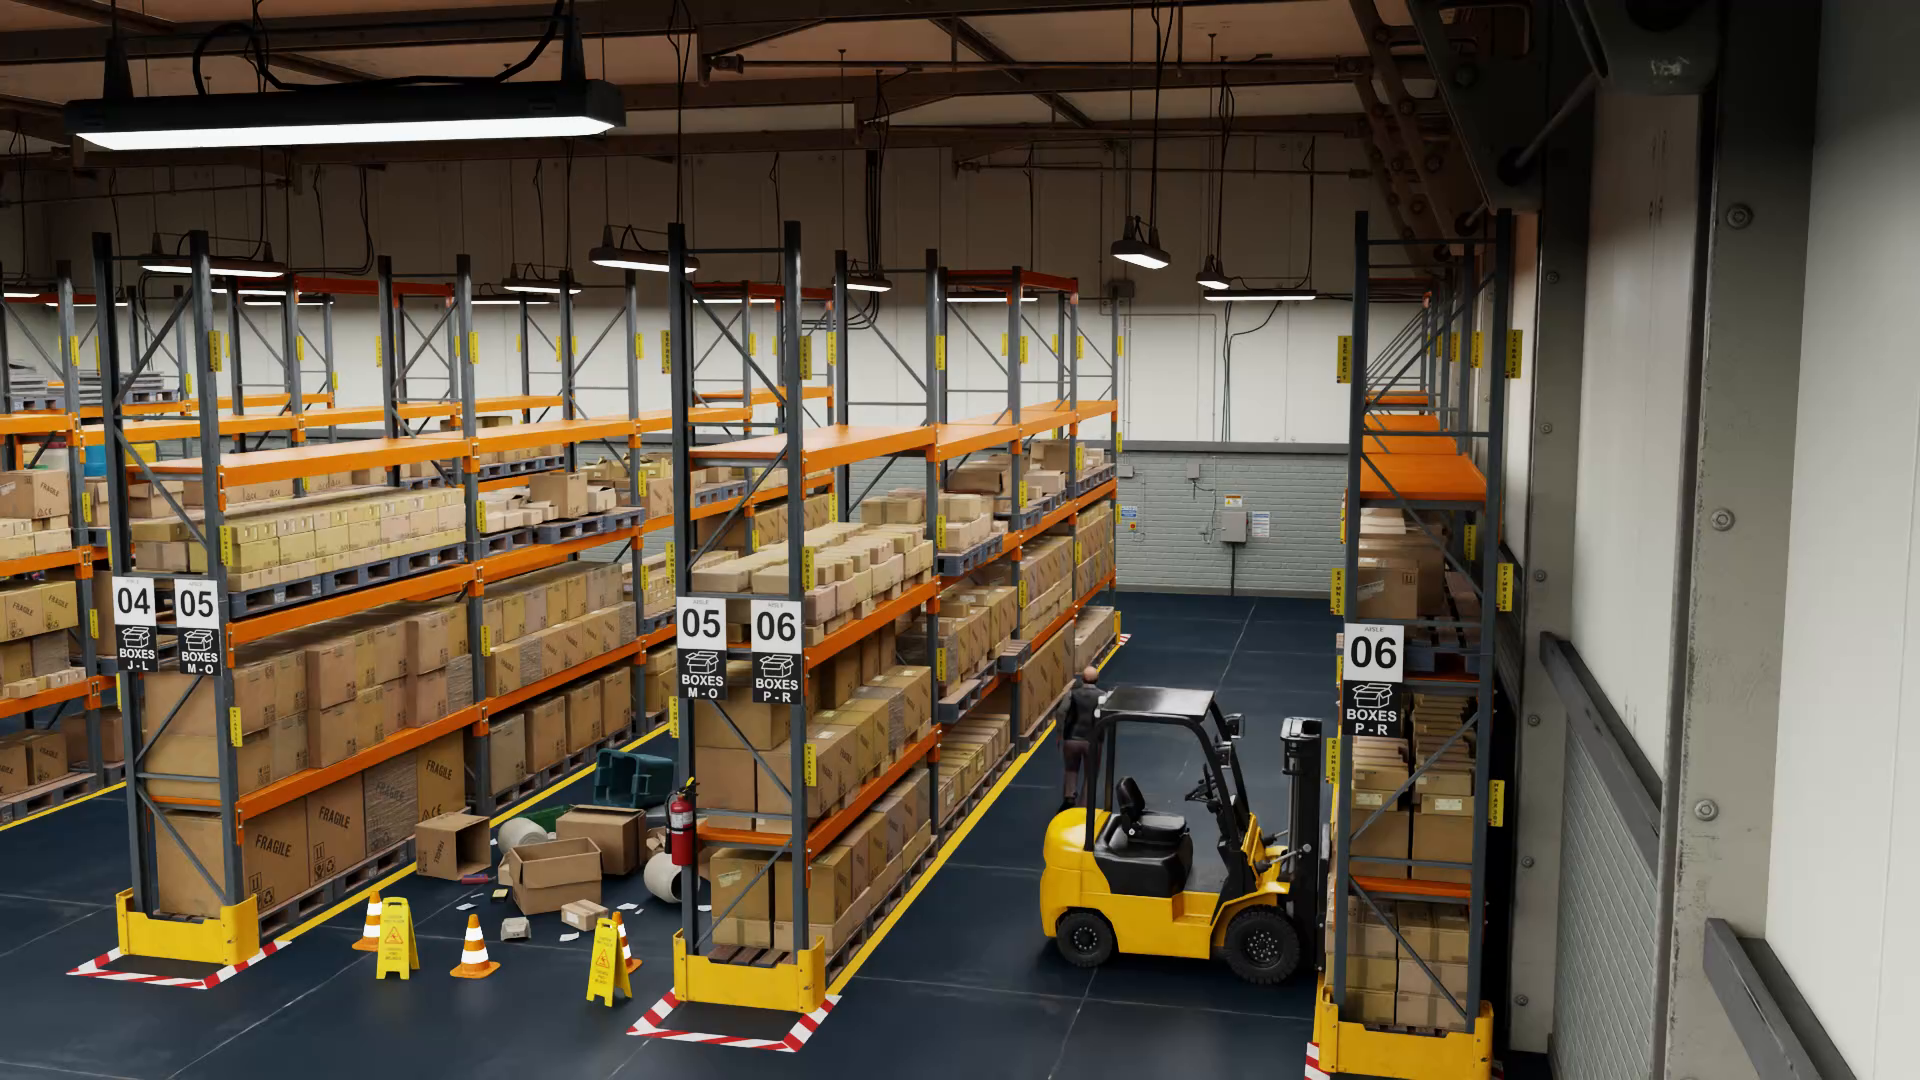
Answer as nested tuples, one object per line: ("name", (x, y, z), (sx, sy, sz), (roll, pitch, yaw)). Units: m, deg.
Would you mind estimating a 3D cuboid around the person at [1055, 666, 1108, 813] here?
("person", (1.356, 2.180, 17.993), (0.621, 1.624, 0.731), (2, 7, 16))
